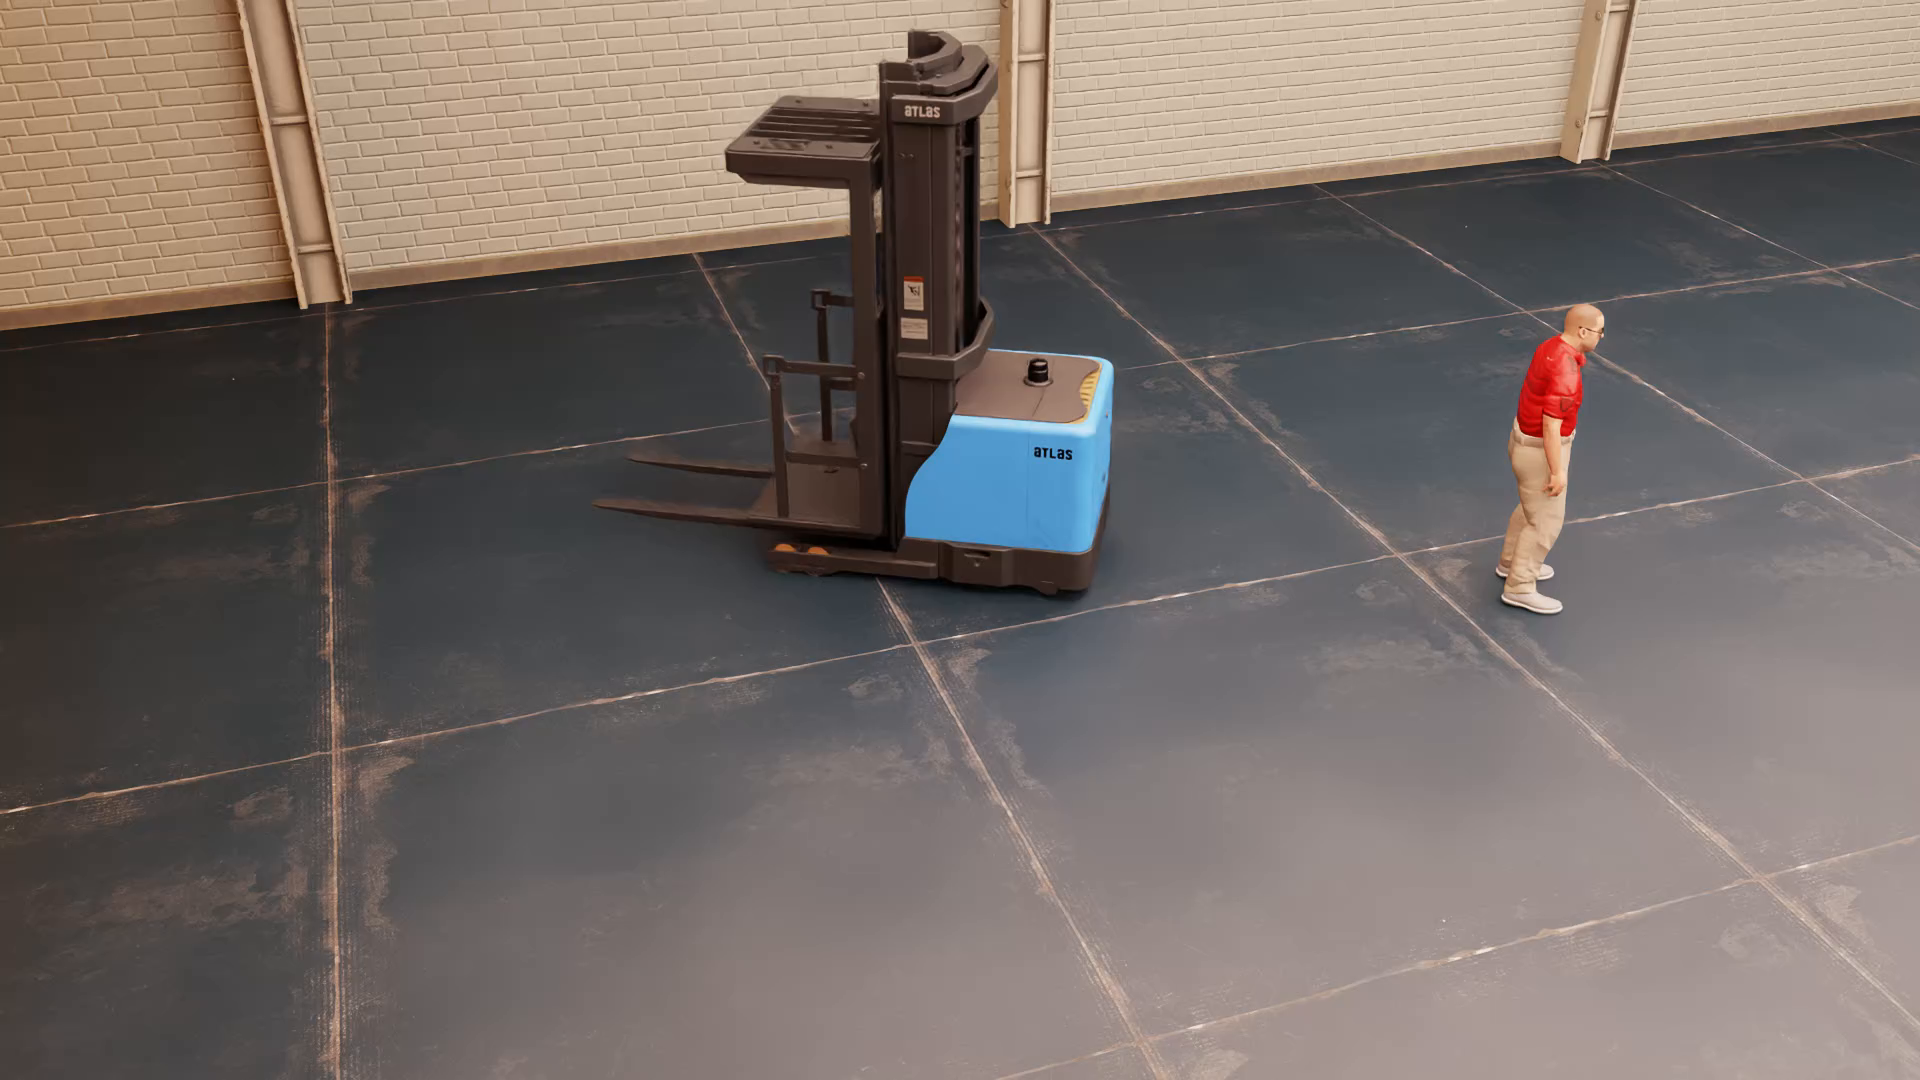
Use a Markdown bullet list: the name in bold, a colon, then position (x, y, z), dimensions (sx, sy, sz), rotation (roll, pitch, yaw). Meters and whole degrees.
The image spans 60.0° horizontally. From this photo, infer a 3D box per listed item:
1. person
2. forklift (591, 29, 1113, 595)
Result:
- **person**: position (3.222, -0.476, 9.123), dimensions (0.396, 1.726, 0.585), rotation (5, 30, 8)
- **forklift**: position (-0.659, -1.312, 9.368), dimensions (3.031, 2.935, 1.130), rotation (5, 30, 9)
